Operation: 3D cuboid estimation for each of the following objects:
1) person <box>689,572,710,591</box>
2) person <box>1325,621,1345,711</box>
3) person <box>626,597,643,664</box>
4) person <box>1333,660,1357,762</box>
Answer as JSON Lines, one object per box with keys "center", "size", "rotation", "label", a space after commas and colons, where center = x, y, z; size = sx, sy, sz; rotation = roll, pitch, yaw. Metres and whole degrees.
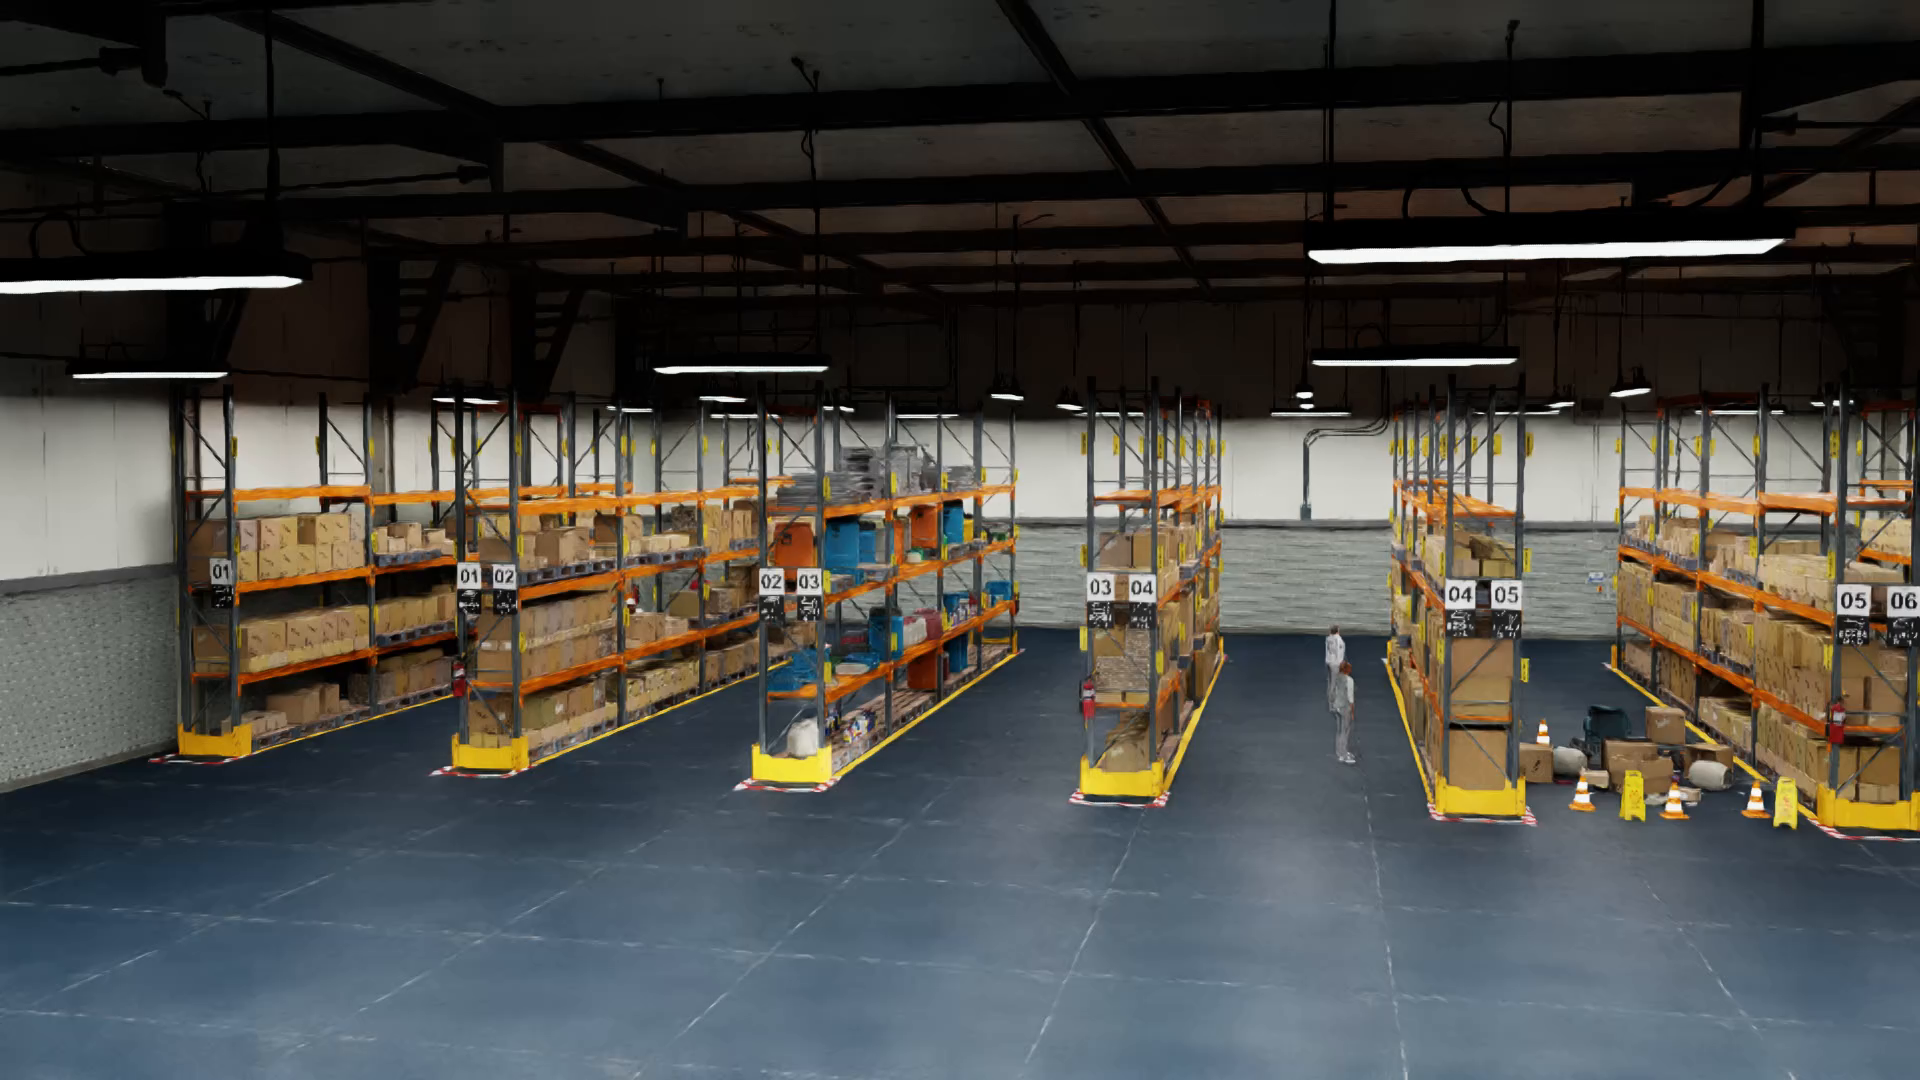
{"center": [-6.980, 1.663, 44.814], "size": [0.682, 1.676, 0.535], "rotation": [1, 3, 10], "label": "person"}
{"center": [7.139, 2.386, 31.548], "size": [0.409, 1.676, 0.532], "rotation": [-1, 3, -19], "label": "person"}
{"center": [-7.175, 2.099, 36.407], "size": [0.566, 1.706, 1.122], "rotation": [1, 3, 14], "label": "person"}
{"center": [6.145, 2.710, 26.462], "size": [0.399, 1.601, 0.469], "rotation": [-1, 3, -19], "label": "person"}
